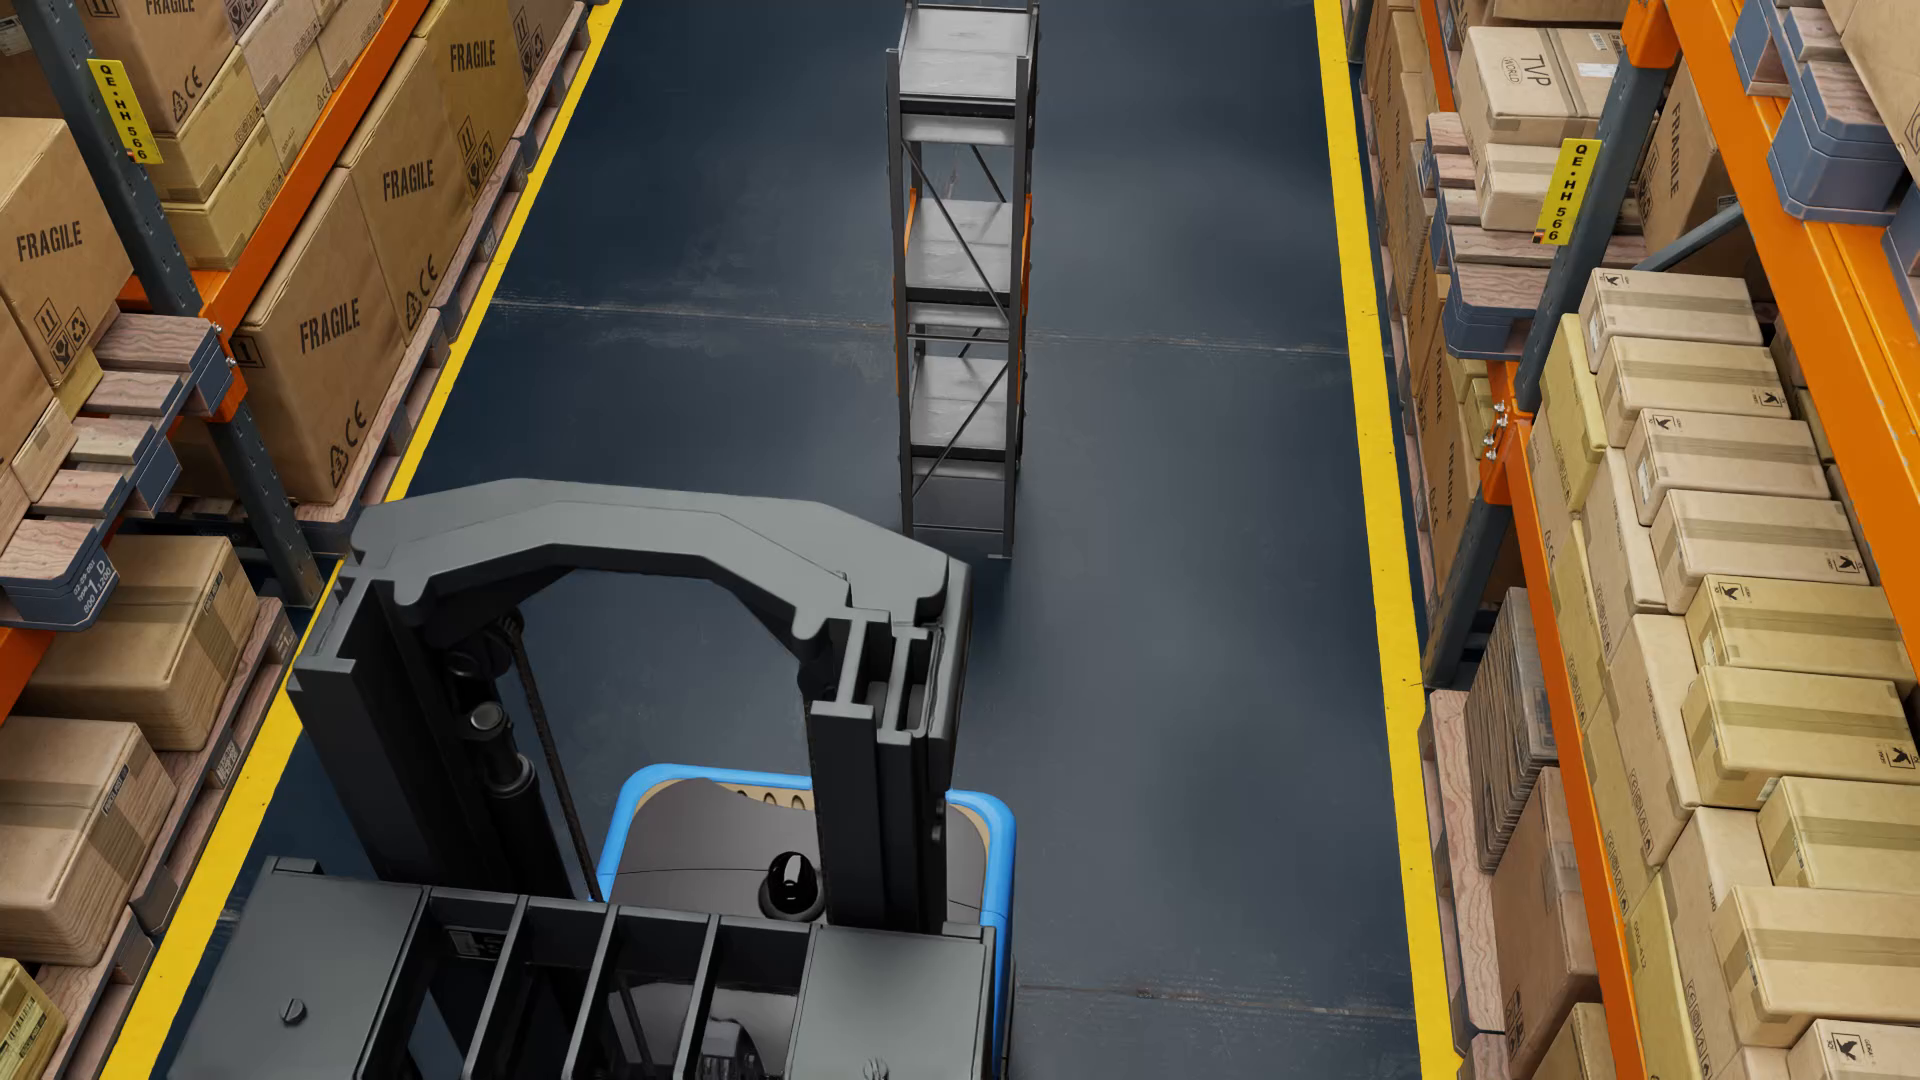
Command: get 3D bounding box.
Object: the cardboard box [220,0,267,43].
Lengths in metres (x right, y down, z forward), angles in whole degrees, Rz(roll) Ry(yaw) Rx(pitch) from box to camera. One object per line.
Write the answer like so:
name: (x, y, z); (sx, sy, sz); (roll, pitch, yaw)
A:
cardboard box: (-2.505, -1.918, 5.226); (0.500, 0.500, 0.500); (4, 48, 4)

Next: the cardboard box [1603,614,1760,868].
cardboard box: (1.718, 0.438, 3.579); (0.500, 0.250, 0.500); (3, 48, 3)

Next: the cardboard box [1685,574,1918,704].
cardboard box: (1.766, 0.224, 3.505); (0.380, 0.149, 0.250); (4, 48, 4)

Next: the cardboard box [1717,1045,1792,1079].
cardboard box: (1.632, 1.185, 2.896); (0.500, 0.250, 0.500); (5, 48, 4)

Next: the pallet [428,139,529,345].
pallet: (-2.569, -1.363, 7.353); (1.003, 0.211, 1.213); (4, 48, 4)

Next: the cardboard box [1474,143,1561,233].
cardboard box: (1.792, -1.070, 5.081); (0.380, 0.149, 0.250); (5, 48, 4)

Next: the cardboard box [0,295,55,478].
cardboard box: (-2.630, -0.378, 4.009); (0.500, 0.500, 0.500); (3, 48, 3)

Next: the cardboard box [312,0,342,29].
cardboard box: (-2.431, -2.054, 5.859); (0.500, 0.250, 0.500); (4, 48, 3)

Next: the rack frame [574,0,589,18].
rack frame: (-2.465, -3.775, 7.670); (1.000, 3.000, 0.127); (4, 48, 4)

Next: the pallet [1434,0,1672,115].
pallet: (2.287, -1.869, 6.057); (1.003, 0.211, 1.213); (4, 48, 4)

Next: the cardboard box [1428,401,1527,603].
cardboard box: (1.939, -0.128, 5.743); (0.500, 0.500, 0.500); (5, 48, 5)

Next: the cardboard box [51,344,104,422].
cardboard box: (-2.577, -0.434, 4.500); (0.380, 0.149, 0.250); (5, 48, 4)

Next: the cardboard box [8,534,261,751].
cardboard box: (-2.891, 0.324, 5.417); (0.950, 0.372, 0.625); (1, 48, 1)

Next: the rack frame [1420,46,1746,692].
rack frame: (2.114, -0.504, 4.679); (1.000, 3.000, 0.127); (4, 48, 4)

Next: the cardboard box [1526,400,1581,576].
cardboard box: (1.830, -0.144, 4.451); (0.500, 0.250, 0.500); (4, 48, 4)

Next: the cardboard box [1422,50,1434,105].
cardboard box: (2.149, -1.934, 6.955); (0.380, 0.149, 0.250); (4, 48, 3)

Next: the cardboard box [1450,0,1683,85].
cardboard box: (2.079, -1.893, 5.594); (0.797, 0.503, 0.637); (3, 48, 3)

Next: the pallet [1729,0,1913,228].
pallet: (2.141, -0.948, 3.180); (1.213, 0.211, 1.003); (6, 48, 5)

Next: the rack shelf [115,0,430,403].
rack shelf: (-2.647, -2.062, 6.591); (1.077, 0.370, 4.000); (4, 48, 4)

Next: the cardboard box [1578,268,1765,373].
cardboard box: (1.792, -0.543, 4.206); (0.380, 0.149, 0.250); (5, 48, 5)

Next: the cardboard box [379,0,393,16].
cardboard box: (-2.410, -2.254, 6.380); (0.500, 0.250, 0.500); (4, 48, 4)

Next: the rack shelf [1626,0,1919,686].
rack shelf: (1.932, 0.196, 2.493); (1.077, 0.370, 4.000); (4, 48, 4)

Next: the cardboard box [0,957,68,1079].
cardboard box: (-3.025, 1.424, 4.411); (0.950, 0.372, 0.625); (5, 48, 5)

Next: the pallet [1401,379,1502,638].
pallet: (2.220, -0.109, 6.207); (1.003, 0.211, 1.213); (4, 48, 4)

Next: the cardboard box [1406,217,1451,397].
cardboard box: (2.040, -0.880, 6.431); (0.500, 0.500, 0.500); (6, 48, 5)

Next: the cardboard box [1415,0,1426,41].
cardboard box: (2.221, -2.317, 7.306); (0.380, 0.149, 0.250); (2, 48, 2)

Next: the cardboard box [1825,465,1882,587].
cardboard box: (2.305, 0.102, 3.887); (0.500, 0.250, 0.500); (4, 48, 4)

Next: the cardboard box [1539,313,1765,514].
cardboard box: (1.806, -0.315, 4.268); (0.500, 0.250, 0.500); (4, 48, 3)

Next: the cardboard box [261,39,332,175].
cardboard box: (-2.505, -1.506, 5.696); (0.500, 0.250, 0.500); (3, 48, 2)

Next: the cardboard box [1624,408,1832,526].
cardboard box: (1.771, -0.156, 3.852); (0.380, 0.149, 0.250); (5, 48, 5)

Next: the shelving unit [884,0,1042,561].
shelving unit: (0.015, -0.830, 5.586); (0.431, 2.100, 0.503); (4, 48, 4)

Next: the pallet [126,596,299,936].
pallet: (-2.902, 0.680, 5.485); (1.003, 0.211, 1.213); (4, 48, 4)

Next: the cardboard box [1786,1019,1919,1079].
cardboard box: (1.647, 0.975, 2.818); (0.380, 0.149, 0.250); (4, 48, 4)

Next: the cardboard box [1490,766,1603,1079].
cardboard box: (1.992, 1.093, 4.542); (0.875, 0.625, 0.625); (5, 48, 5)

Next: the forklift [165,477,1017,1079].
forklift: (-0.518, 1.426, 2.960); (1.130, 2.935, 3.031); (5, 48, 4)

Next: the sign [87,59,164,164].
sign: (-2.288, -1.170, 4.556); (0.100, 0.325, 0.005); (4, 48, 4)

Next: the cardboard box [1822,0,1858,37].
cardboard box: (1.805, -1.210, 2.871); (0.500, 0.500, 0.500); (4, 48, 4)

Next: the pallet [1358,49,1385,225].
pallet: (2.442, -1.902, 7.847); (1.003, 0.211, 1.213); (4, 48, 4)

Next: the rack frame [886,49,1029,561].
rack frame: (-0.007, -0.651, 5.422); (0.400, 2.100, 0.015); (4, 48, 4)

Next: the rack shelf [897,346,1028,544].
rack shelf: (0.015, -0.349, 6.113); (0.431, 0.518, 0.480); (4, 48, 4)

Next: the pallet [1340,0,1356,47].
pallet: (2.542, -3.007, 8.858); (1.003, 0.211, 1.213); (4, 48, 4)

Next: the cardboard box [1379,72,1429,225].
cardboard box: (2.122, -1.643, 7.129); (0.500, 0.500, 0.500); (3, 48, 2)

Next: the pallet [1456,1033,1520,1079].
pallet: (1.886, 1.933, 4.339); (1.003, 0.211, 1.213); (4, 48, 4)

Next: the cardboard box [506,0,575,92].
cardboard box: (-2.442, -2.738, 7.877); (0.875, 0.875, 0.875); (5, 48, 5)

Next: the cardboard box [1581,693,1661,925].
cardboard box: (1.740, 0.604, 3.766); (0.500, 0.250, 0.500); (2, 48, 2)

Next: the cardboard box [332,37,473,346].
cardboard box: (-2.598, -1.417, 6.669); (0.875, 0.875, 0.875); (4, 48, 4)

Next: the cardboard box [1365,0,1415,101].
cardboard box: (2.210, -2.402, 7.823); (0.500, 0.500, 0.500); (6, 48, 5)

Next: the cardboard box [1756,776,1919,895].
cardboard box: (1.757, 0.604, 3.157); (0.380, 0.149, 0.250); (4, 48, 4)

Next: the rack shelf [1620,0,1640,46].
rack shelf: (2.296, -2.744, 5.181); (1.077, 0.370, 4.000); (4, 48, 4)

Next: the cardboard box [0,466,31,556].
cardboard box: (-2.586, -0.061, 4.159); (0.380, 0.149, 0.250); (2, 48, 2)

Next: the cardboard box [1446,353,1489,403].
cardboard box: (1.901, -0.604, 5.740); (0.380, 0.149, 0.250); (2, 48, 2)

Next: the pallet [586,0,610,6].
pallet: (-2.318, -3.387, 9.205); (1.003, 0.211, 1.213); (4, 48, 4)

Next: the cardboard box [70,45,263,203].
cardboard box: (-2.537, -1.309, 5.178); (0.500, 0.250, 0.500); (4, 48, 3)
